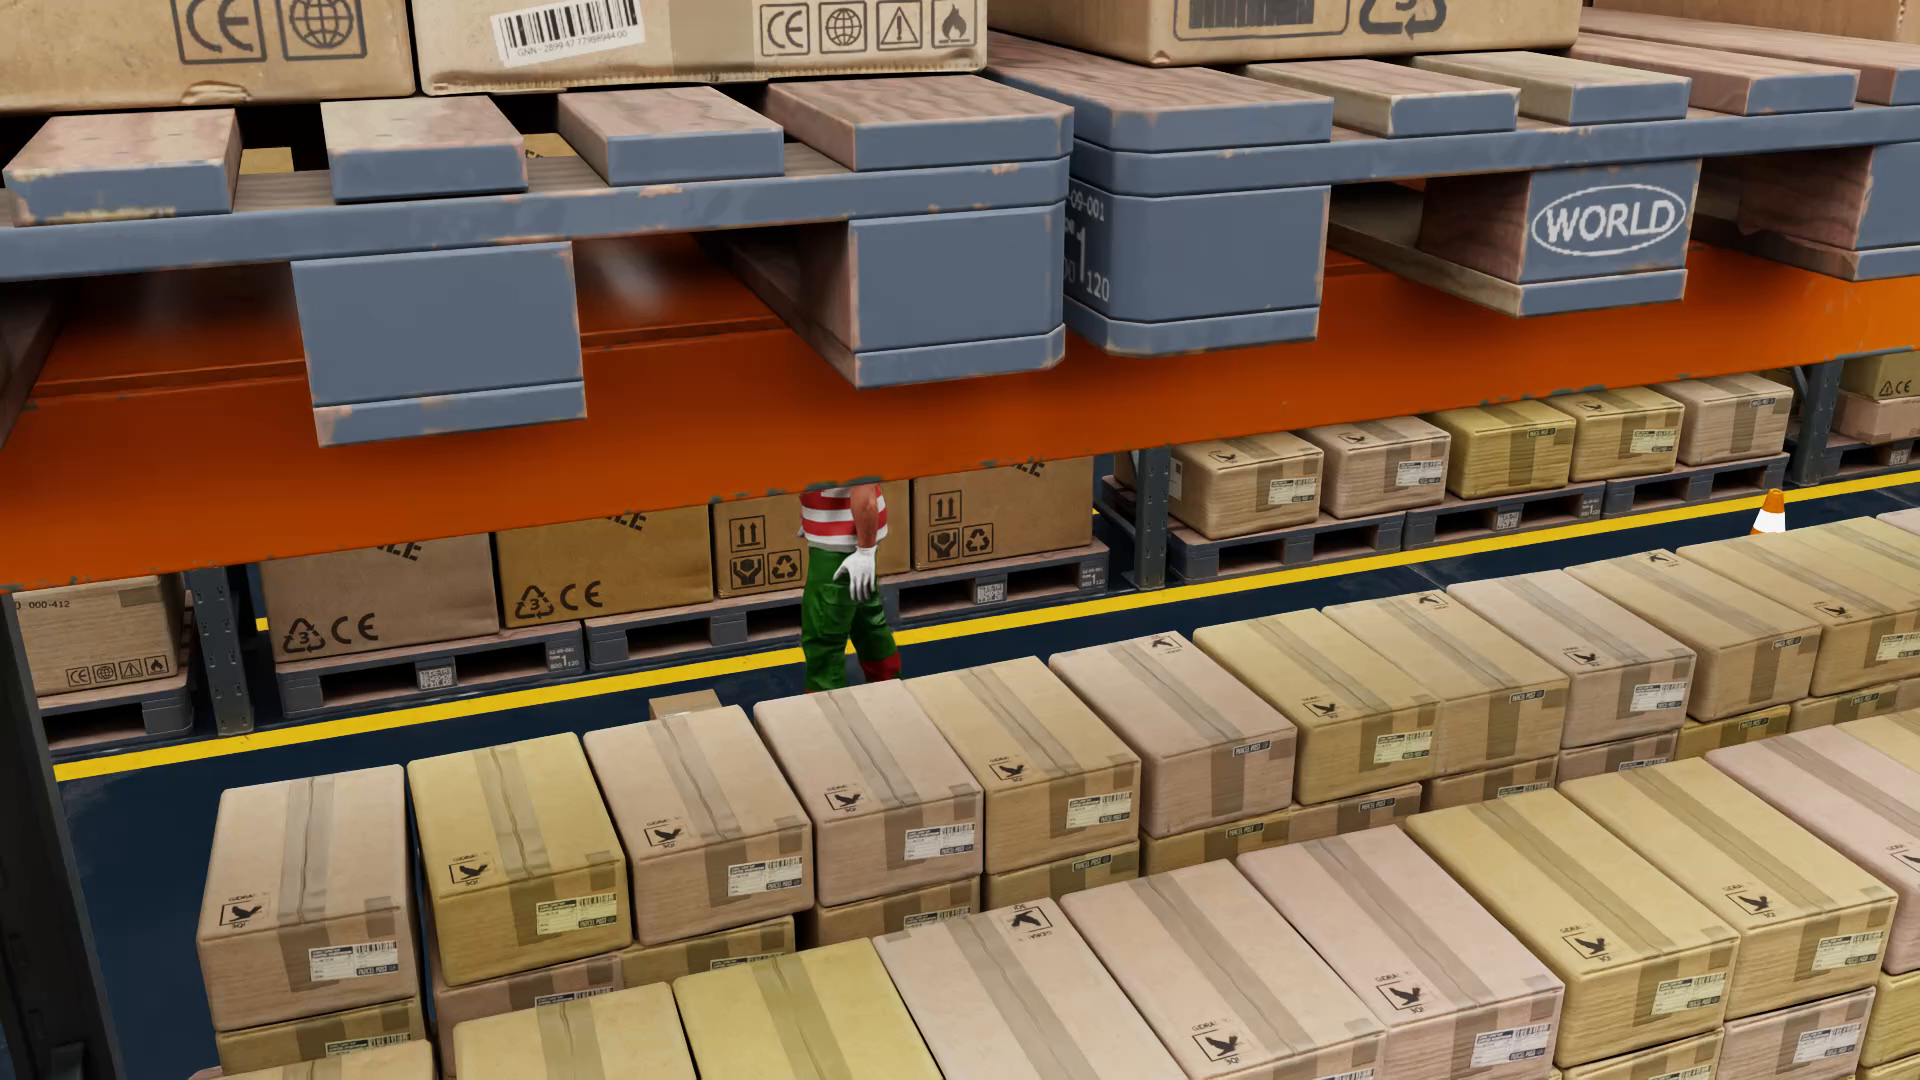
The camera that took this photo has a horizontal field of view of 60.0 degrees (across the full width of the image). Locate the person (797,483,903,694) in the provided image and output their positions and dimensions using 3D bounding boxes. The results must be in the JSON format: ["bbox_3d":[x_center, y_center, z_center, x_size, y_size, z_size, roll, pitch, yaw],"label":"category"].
[{"bbox_3d":[-0.510,-0.017,6.083,0.630,1.782,0.562,-4,23,-9],"label":"person"}]
